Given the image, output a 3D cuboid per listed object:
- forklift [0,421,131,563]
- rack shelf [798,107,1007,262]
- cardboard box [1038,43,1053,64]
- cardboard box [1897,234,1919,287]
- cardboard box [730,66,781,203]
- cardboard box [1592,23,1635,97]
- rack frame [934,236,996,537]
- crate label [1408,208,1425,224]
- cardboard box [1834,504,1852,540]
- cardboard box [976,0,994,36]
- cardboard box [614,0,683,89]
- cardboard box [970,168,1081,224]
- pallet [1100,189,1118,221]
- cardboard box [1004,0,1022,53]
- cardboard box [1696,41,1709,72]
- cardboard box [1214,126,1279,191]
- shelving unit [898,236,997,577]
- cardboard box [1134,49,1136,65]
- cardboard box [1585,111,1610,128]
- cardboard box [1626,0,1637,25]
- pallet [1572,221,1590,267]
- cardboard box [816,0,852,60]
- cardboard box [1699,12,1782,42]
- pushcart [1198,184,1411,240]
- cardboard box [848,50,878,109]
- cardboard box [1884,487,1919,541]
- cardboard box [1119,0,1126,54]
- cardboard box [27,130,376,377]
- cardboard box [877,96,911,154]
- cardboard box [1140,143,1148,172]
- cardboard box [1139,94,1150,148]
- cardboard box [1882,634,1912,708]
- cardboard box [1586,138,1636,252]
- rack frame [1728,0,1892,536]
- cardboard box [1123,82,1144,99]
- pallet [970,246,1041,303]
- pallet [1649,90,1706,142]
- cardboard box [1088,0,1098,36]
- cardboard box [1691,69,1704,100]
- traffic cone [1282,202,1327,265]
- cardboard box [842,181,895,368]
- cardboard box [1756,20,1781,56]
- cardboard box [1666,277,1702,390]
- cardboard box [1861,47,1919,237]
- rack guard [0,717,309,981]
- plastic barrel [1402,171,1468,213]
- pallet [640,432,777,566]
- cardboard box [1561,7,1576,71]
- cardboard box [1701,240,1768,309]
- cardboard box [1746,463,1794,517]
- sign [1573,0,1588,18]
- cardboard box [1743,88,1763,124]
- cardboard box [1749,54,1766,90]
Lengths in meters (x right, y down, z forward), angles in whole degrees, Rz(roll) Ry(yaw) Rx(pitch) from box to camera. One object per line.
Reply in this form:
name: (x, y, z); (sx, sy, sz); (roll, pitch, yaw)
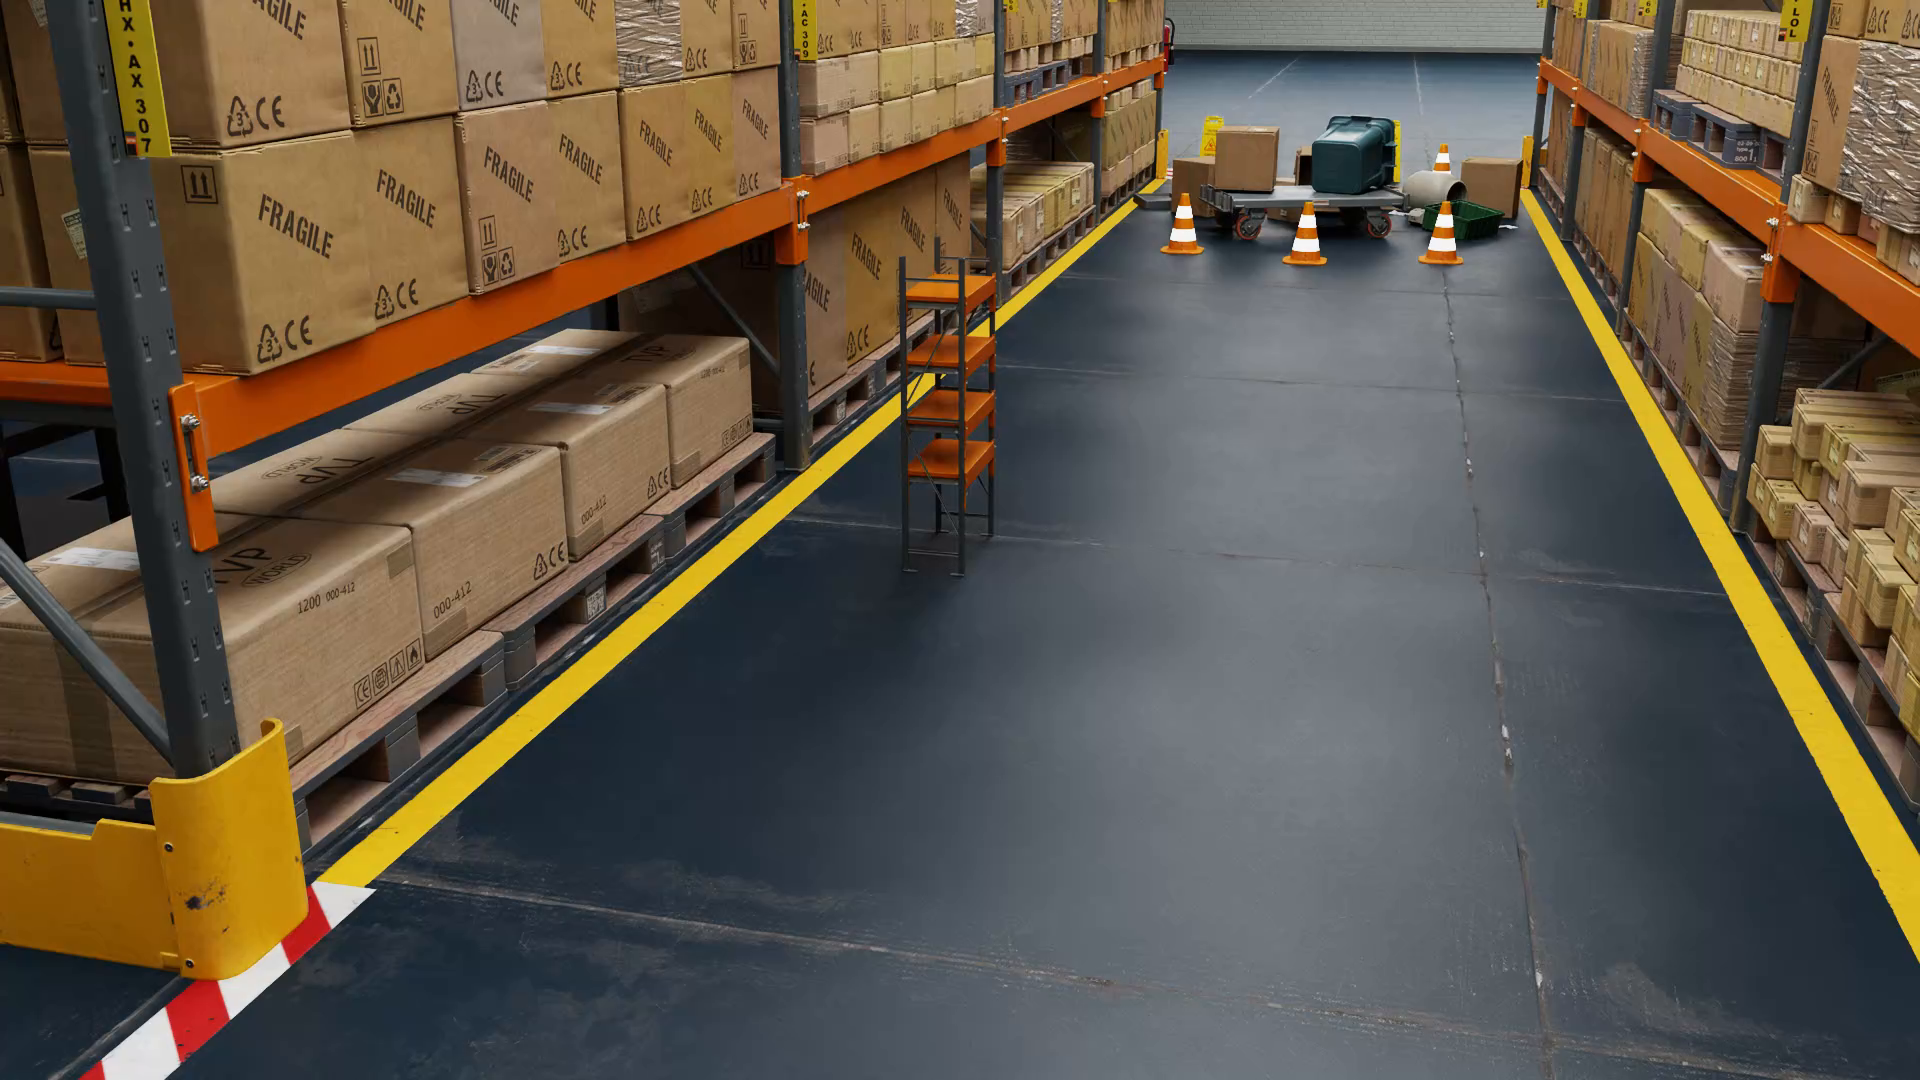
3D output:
forklift: (-3.431, -1.055, 5.241); (1.130, 2.935, 3.031); (5, 19, 14)
rack shelf: (-0.700, -2.064, 9.202); (1.077, 0.370, 4.000); (5, 19, 13)
cardboard box: (0.490, -3.701, 12.621); (0.380, 0.149, 0.250); (5, 20, 15)
cardboard box: (2.975, -0.820, 4.835); (0.380, 0.149, 0.250); (6, 20, 16)
cardboard box: (-1.054, -1.659, 6.750); (0.500, 0.500, 0.500); (5, 19, 14)
cardboard box: (4.954, -3.514, 12.182); (0.500, 0.500, 0.500); (5, 19, 13)
rack frame: (0.019, -0.592, 6.566); (0.240, 1.200, 0.015); (5, 19, 13)
crate label: (4.200, -2.907, 14.987); (0.298, 0.136, 0.250); (-9, 21, -24)
cardboard box: (3.169, -0.070, 5.553); (0.380, 0.149, 0.250); (4, 19, 11)
cardboard box: (-0.084, -3.369, 10.208); (0.500, 0.500, 0.500); (4, 19, 12)
cardboard box: (-1.283, -1.809, 5.643); (0.500, 0.500, 0.500); (5, 19, 14)
cardboard box: (0.468, -2.850, 13.806); (0.950, 0.372, 0.625); (6, 20, 17)
pallet: (0.896, -3.179, 15.667); (1.003, 0.211, 1.213); (5, 19, 13)
cardboard box: (0.123, -3.541, 11.148); (0.500, 0.500, 0.500); (4, 19, 12)
cardboard box: (4.174, -2.588, 8.902); (0.380, 0.149, 0.250); (4, 19, 12)
cardboard box: (2.499, -3.329, 14.489); (0.500, 0.500, 0.500); (5, 19, 13)
shelving unit: (-0.040, -0.516, 6.342); (0.258, 1.200, 0.503); (5, 19, 13)
cardboard box: (1.510, -4.721, 16.257); (0.380, 0.149, 0.250); (5, 19, 13)
cardboard box: (5.812, -3.310, 14.376); (0.875, 0.875, 0.875); (5, 19, 14)
cardboard box: (5.227, -3.970, 11.969); (0.700, 0.500, 0.500); (5, 19, 14)
pallet: (5.475, -2.358, 13.265); (1.003, 0.211, 1.213); (5, 19, 13)
cardboard box: (-0.802, -2.413, 7.410); (0.500, 0.500, 0.500); (5, 19, 14)
cardboard box: (4.185, -2.743, 8.895); (0.380, 0.149, 0.250); (5, 19, 13)
pushcart: (2.989, -2.880, 14.534); (1.648, 0.377, 0.936); (-2, 19, -6)
cardboard box: (-0.708, -2.224, 8.017); (0.500, 0.250, 0.500); (5, 19, 14)
cardboard box: (3.043, -0.044, 5.016); (0.380, 0.149, 0.250); (4, 19, 11)
cardboard box: (1.244, -4.748, 15.333); (0.500, 0.500, 0.500); (5, 19, 13)
cardboard box: (-1.770, -0.699, 3.938); (0.500, 0.500, 0.500); (5, 19, 13)
cardboard box: (-0.560, -2.145, 8.559); (0.500, 0.250, 0.500); (4, 19, 13)
cardboard box: (1.672, -4.000, 17.361); (0.500, 0.250, 0.500); (5, 19, 14)
cardboard box: (1.676, -4.355, 17.242); (0.500, 0.500, 0.500); (5, 20, 15)
cardboard box: (2.833, 0.393, 4.659); (0.380, 0.149, 0.250); (5, 19, 14)
cardboard box: (5.287, -2.556, 12.361); (1.050, 0.750, 0.750); (5, 19, 13)
rack frame: (3.636, -1.418, 6.199); (1.000, 3.000, 0.127); (5, 19, 13)
cardboard box: (1.645, -4.545, 16.793); (0.380, 0.149, 0.250); (6, 20, 16)
pallet: (-0.019, -1.956, 12.089); (1.003, 0.211, 1.213); (5, 19, 13)
pallet: (4.542, -2.349, 9.222); (1.213, 0.211, 1.003); (5, 19, 13)
cardboard box: (0.876, -4.509, 13.983); (0.500, 0.500, 0.500); (4, 19, 12)
cardboard box: (4.177, -2.459, 8.984); (0.380, 0.149, 0.250); (6, 20, 16)
traffic cone: (2.719, -2.415, 13.043); (0.336, 0.463, 0.334); (5, 19, 13)
cardboard box: (-0.902, -1.455, 8.944); (0.875, 0.875, 0.875); (5, 20, 15)
cardboard box: (3.802, -2.245, 7.438); (0.380, 0.149, 0.250); (4, 19, 12)
cardboard box: (3.828, -1.007, 8.213); (0.500, 0.500, 0.500); (4, 19, 12)
cardboard box: (2.999, -1.160, 4.829); (0.500, 0.500, 0.500); (4, 19, 12)
rack guard: (-2.172, 0.667, 3.962); (1.175, 0.500, 0.348); (5, 19, 13)
plastic barrel: (4.380, -3.183, 15.352); (0.421, 0.421, 0.512); (-13, 23, -34)
pallet: (-1.450, -0.226, 7.022); (1.003, 0.211, 1.213); (5, 19, 13)
cardboard box: (6.060, -4.621, 15.345); (0.875, 0.550, 0.500); (5, 19, 13)
cardboard box: (3.711, -1.202, 7.624); (0.500, 0.250, 0.500); (6, 20, 16)
cardboard box: (3.236, -0.179, 6.332); (0.380, 0.149, 0.250); (4, 19, 11)
sign: (5.052, -4.416, 13.514); (0.100, 0.325, 0.005); (5, 19, 13)
cardboard box: (3.791, -1.964, 7.535); (0.380, 0.149, 0.250); (4, 19, 11)
cardboard box: (3.796, -2.107, 7.494); (0.380, 0.149, 0.250); (4, 19, 11)
